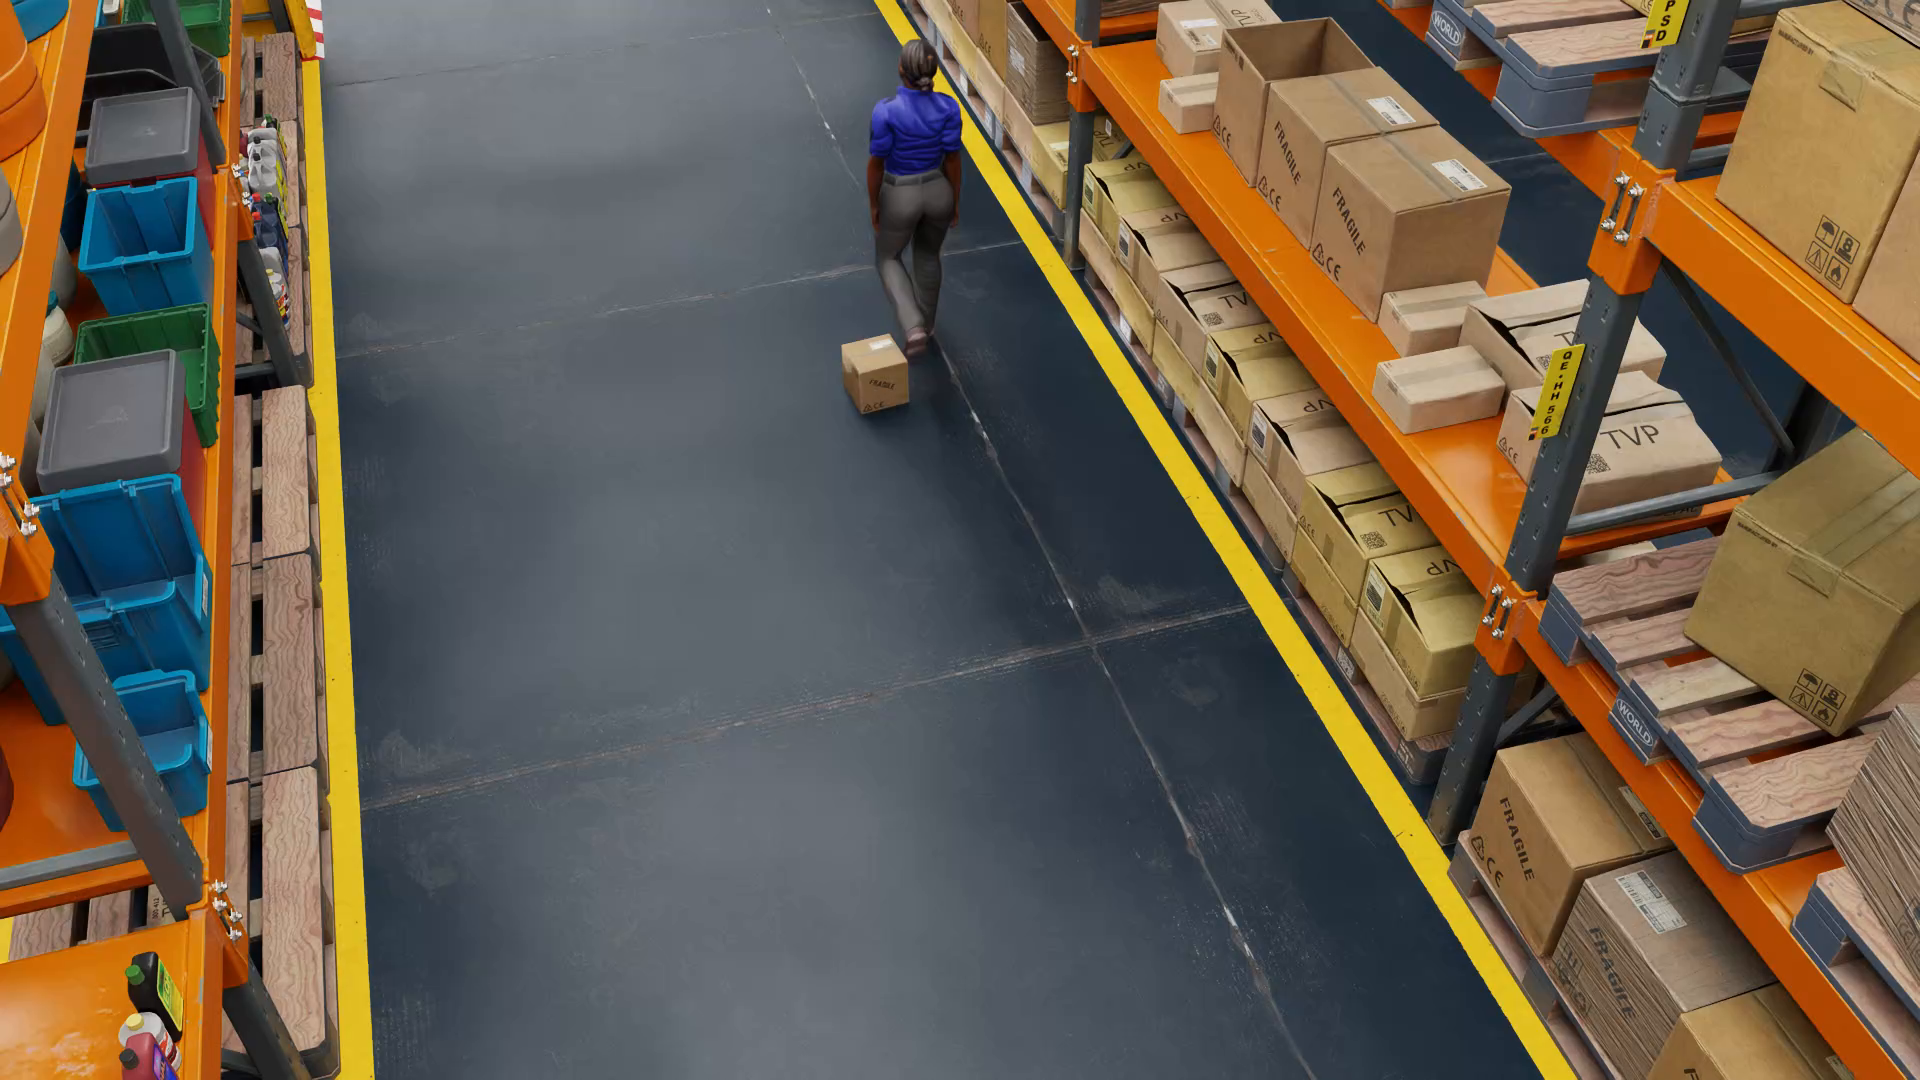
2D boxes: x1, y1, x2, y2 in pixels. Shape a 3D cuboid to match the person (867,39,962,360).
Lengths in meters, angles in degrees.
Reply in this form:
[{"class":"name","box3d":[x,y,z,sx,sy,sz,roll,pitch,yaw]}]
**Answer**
[{"class":"person","box3d":[-0.208,-1.588,7.873,0.450,1.635,0.651,-11,44,-12]}]
